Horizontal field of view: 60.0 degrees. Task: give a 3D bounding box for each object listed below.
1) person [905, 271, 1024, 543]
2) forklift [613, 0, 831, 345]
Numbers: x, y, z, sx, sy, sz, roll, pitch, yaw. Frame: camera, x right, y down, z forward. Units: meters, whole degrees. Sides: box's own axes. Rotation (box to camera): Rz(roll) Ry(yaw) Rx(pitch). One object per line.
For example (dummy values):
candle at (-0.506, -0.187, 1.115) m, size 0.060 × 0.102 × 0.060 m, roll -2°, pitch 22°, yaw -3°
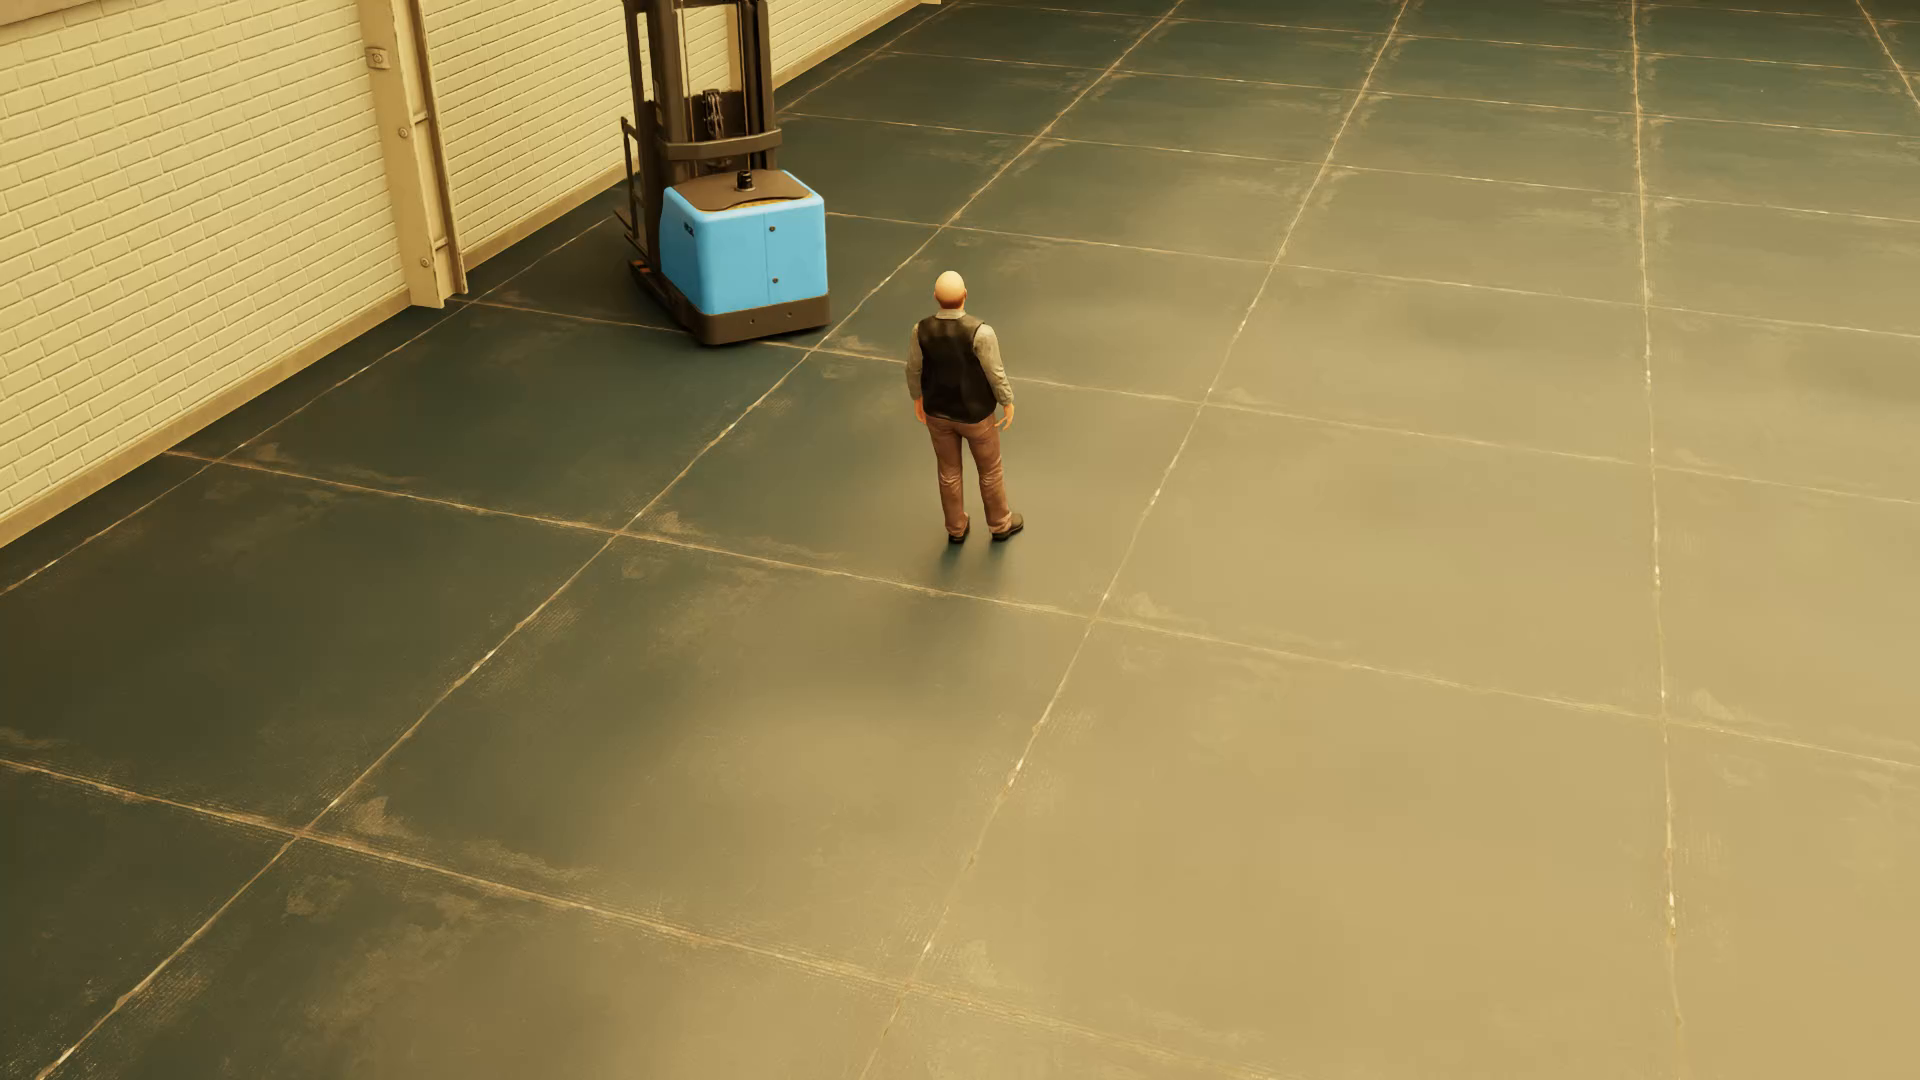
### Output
person at (0.028, -0.782, 9.715) m, size 0.632 × 1.720 × 0.568 m, roll 10°, pitch 31°, yaw 16°
forklift at (-2.115, -3.447, 13.183) m, size 1.130 × 2.935 × 3.031 m, roll -14°, pitch 33°, yaw -23°
